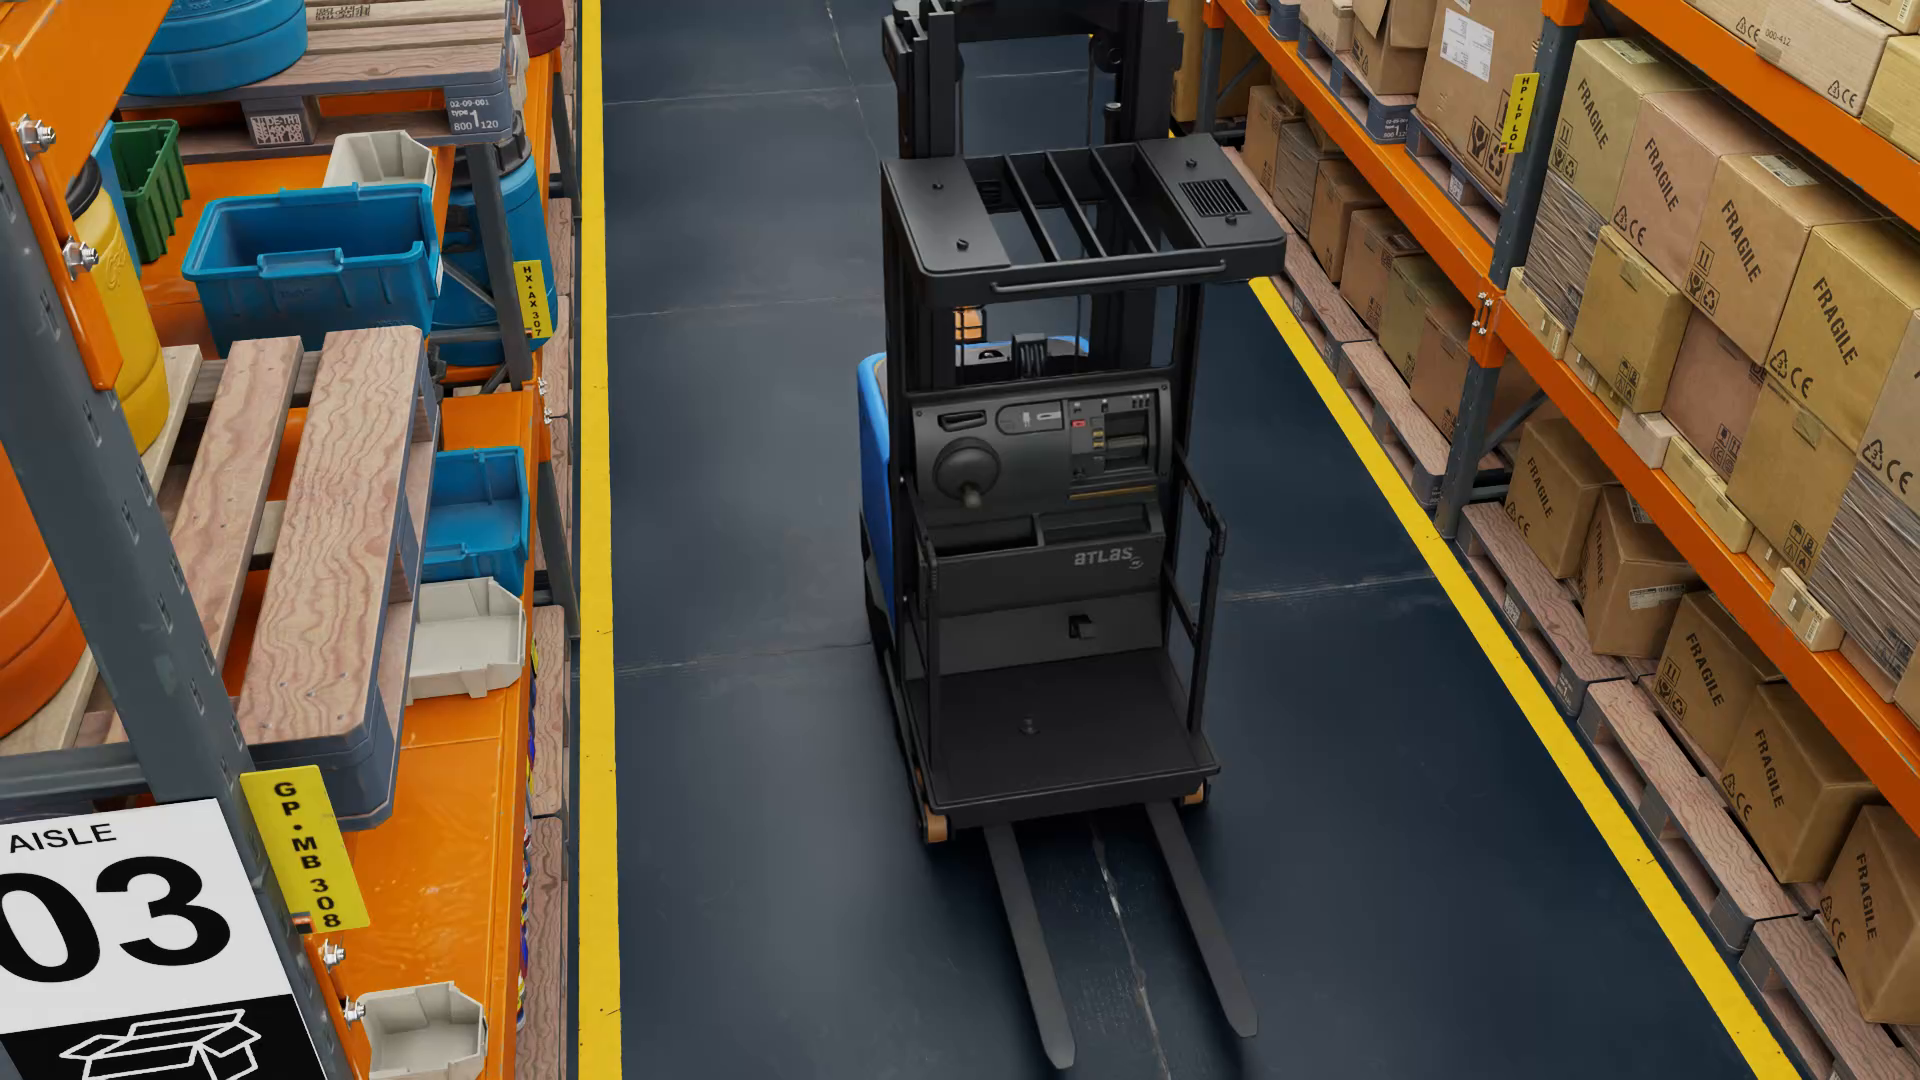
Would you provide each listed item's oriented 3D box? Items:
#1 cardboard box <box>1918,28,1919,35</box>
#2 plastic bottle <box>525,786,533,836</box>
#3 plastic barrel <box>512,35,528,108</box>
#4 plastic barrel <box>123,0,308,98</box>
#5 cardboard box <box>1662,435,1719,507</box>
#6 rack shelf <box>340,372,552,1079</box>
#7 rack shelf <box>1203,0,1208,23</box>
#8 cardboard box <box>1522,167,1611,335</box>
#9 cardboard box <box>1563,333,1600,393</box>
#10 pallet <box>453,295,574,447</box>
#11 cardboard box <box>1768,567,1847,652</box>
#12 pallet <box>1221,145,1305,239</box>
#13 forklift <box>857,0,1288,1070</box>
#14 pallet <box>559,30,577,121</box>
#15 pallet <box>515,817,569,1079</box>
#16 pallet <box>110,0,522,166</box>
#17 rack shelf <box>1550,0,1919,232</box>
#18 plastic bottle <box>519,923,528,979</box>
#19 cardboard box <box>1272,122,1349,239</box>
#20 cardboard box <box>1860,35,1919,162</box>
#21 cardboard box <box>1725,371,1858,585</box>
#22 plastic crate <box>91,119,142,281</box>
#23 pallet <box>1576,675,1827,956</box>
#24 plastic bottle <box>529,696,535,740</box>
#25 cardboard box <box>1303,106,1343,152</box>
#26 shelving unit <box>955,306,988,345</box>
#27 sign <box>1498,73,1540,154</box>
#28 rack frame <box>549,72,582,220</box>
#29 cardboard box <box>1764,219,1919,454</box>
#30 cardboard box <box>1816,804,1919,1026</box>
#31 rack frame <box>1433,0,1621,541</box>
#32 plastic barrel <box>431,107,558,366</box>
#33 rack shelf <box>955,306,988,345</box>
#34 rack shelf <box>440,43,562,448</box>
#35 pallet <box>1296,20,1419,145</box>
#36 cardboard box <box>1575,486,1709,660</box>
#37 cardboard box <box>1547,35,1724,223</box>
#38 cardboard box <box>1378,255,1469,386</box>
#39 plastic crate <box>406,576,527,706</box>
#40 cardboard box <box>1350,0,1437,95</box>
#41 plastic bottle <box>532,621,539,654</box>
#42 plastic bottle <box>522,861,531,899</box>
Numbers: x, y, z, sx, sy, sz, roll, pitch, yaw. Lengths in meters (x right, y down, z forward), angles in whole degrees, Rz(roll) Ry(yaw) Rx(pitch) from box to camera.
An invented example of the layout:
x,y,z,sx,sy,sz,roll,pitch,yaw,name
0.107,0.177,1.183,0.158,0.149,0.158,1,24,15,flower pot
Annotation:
x,y,z,sx,sy,sz,roll,pitch,yaw,name
2.830,-1.389,4.445,0.380,0.149,0.250,-5,38,-7,cardboard box
-1.633,0.931,5.968,0.152,0.276,0.135,-6,38,-7,plastic bottle
-2.381,-2.346,8.234,0.421,0.512,0.421,0,38,0,plastic barrel
-2.075,-1.674,4.264,0.600,0.901,0.708,-6,38,-8,plastic barrel
2.717,-0.258,5.841,0.380,0.149,0.250,-6,38,-8,cardboard box
-1.794,0.754,4.921,1.077,0.370,4.000,-6,38,-8,rack shelf
1.680,-4.611,11.827,1.077,0.370,4.000,-6,38,-8,rack shelf
2.750,-1.150,6.461,0.875,0.500,0.500,-6,38,-8,cardboard box
2.576,-0.709,6.423,0.380,0.149,0.250,-6,38,-8,cardboard box
-2.537,-0.846,8.667,1.003,0.211,1.213,-6,38,-8,pallet
2.814,0.199,5.253,0.380,0.149,0.250,-6,38,-8,cardboard box
2.166,-2.114,10.299,1.003,0.211,1.213,-6,38,-8,pallet
0.339,-0.264,5.701,1.130,2.935,3.031,-7,38,-9,forklift
-3.235,-3.260,11.775,1.003,0.211,1.213,-6,38,-8,pallet
-1.850,1.511,5.633,1.003,0.211,1.213,-6,38,-8,pallet
-1.922,-1.423,4.846,1.213,0.211,1.003,-6,38,-8,pallet
3.083,-0.964,4.687,1.077,0.370,4.000,-6,38,-8,rack shelf
-1.476,1.309,5.475,0.061,0.283,0.133,-6,38,-7,plastic bottle
2.278,-2.138,9.736,0.700,0.500,0.500,-9,39,-12,cardboard box
2.834,-1.159,4.475,0.500,0.250,0.500,-7,38,-9,cardboard box
3.037,-0.246,5.298,0.875,0.500,0.500,-6,38,-8,cardboard box
-2.074,-0.620,3.671,0.392,0.384,0.575,-6,38,-8,plastic crate
3.102,0.970,6.329,1.003,0.211,1.213,-6,38,-8,pallet
-1.714,0.608,6.323,0.144,0.351,0.185,-8,39,-10,plastic bottle
2.281,-2.449,9.525,0.500,0.250,0.500,-2,38,-3,cardboard box
-0.054,-0.642,7.599,0.258,1.200,0.503,-7,38,-9,shelving unit
2.186,-1.667,6.507,0.100,0.325,0.005,-6,38,-8,sign
-2.845,-3.155,9.366,1.000,3.000,0.127,-6,38,-8,rack frame
2.836,-0.619,4.963,0.500,0.500,0.500,-6,38,-8,cardboard box
3.202,1.230,5.417,0.500,0.500,0.500,3,38,4,cardboard box
2.732,-1.271,6.941,1.000,3.000,0.127,-6,38,-8,rack frame
-1.914,-1.202,6.444,0.600,0.901,0.708,-6,38,-8,plastic barrel
-0.054,-0.953,7.358,0.258,0.148,0.480,-7,38,-9,rack shelf
-2.495,-1.662,8.031,1.077,0.370,4.000,-6,38,-8,rack shelf
2.418,-2.420,8.577,1.003,0.211,1.213,-6,38,-8,pallet
2.871,0.141,6.819,0.500,0.500,0.500,5,38,7,cardboard box
2.561,-1.524,6.128,0.500,0.500,0.500,-6,38,-8,cardboard box
2.581,-1.121,8.427,0.700,0.500,0.500,-6,38,-8,cardboard box
-1.610,0.319,5.109,0.530,0.136,0.437,-6,38,-8,plastic crate
2.337,-2.515,8.116,0.797,0.503,0.637,-3,38,-3,cardboard box
-1.774,0.378,6.740,0.097,0.201,0.097,0,38,0,plastic bottle
-1.549,1.153,5.743,0.097,0.201,0.097,0,38,0,plastic bottle
